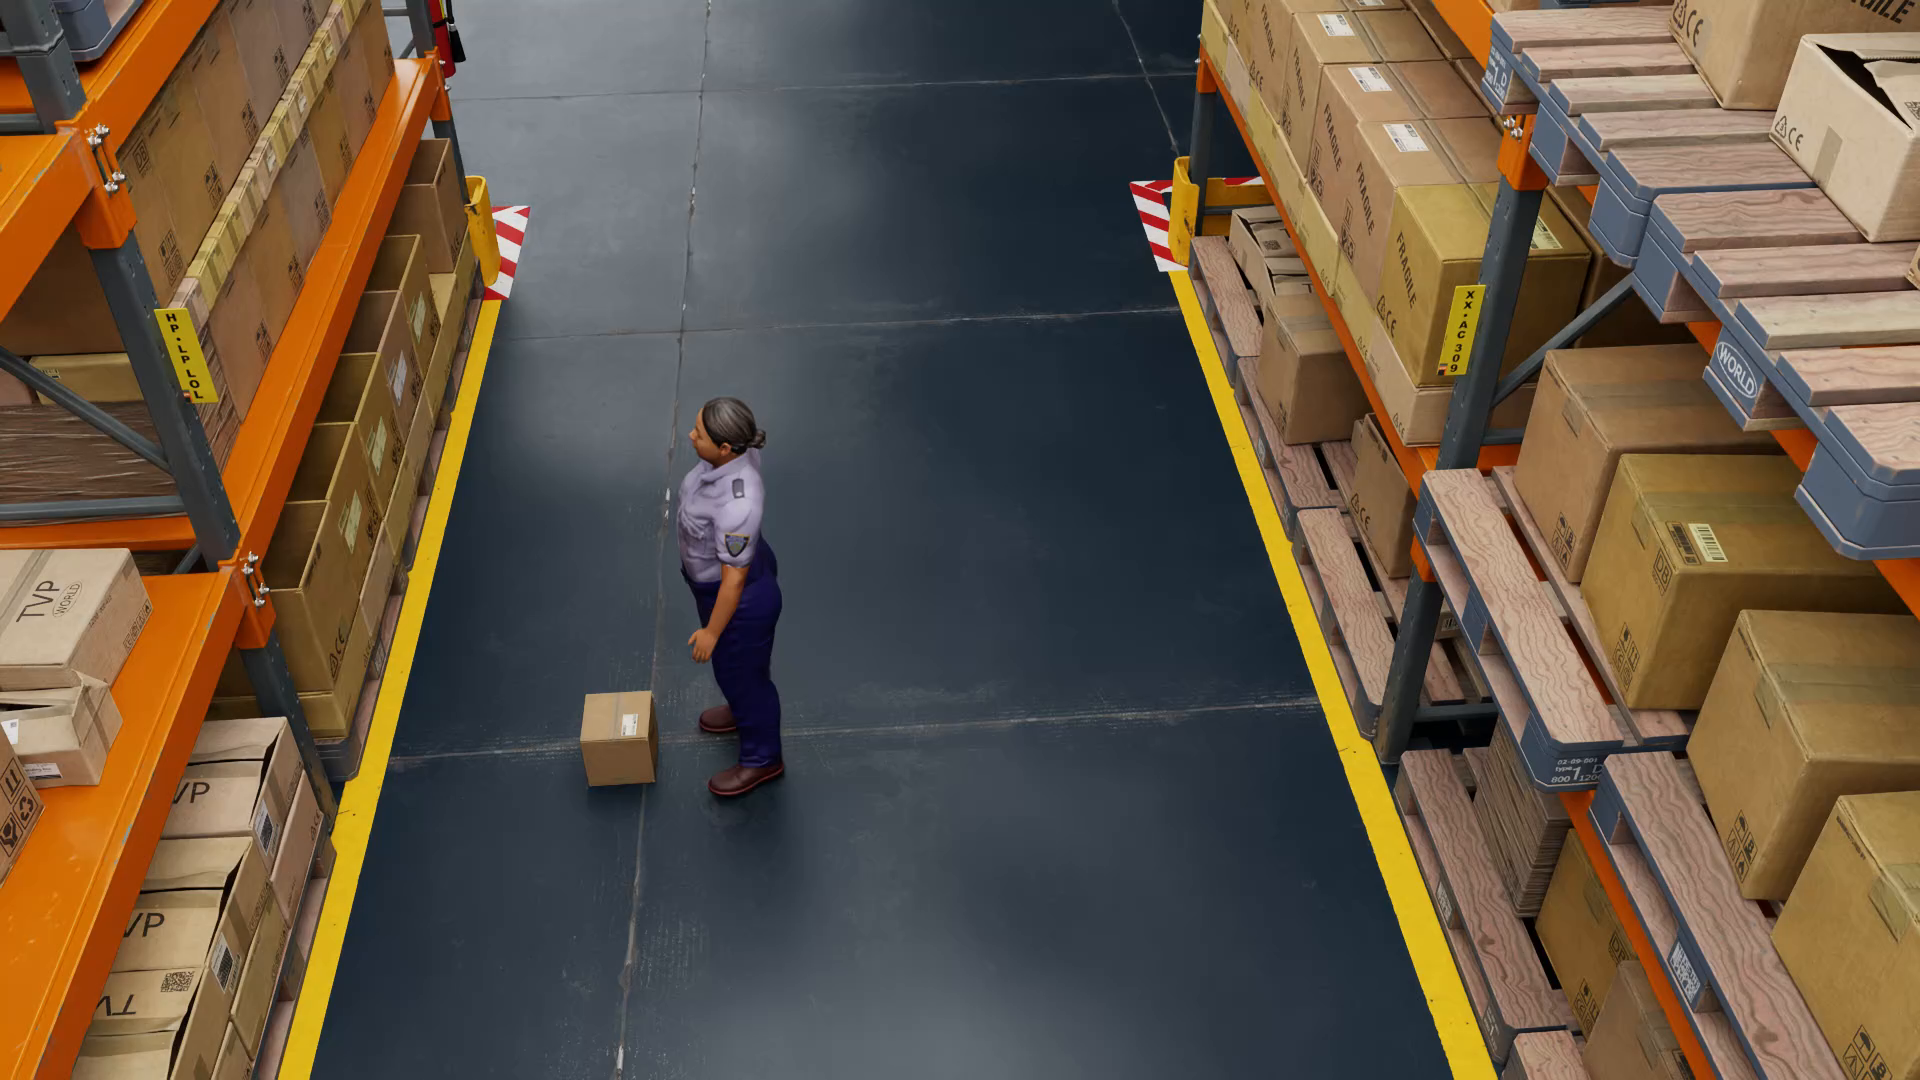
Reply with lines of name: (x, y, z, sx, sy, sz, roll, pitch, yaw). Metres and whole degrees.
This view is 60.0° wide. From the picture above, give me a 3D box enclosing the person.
person: (-0.818, 0.186, 5.908, 0.361, 1.654, 0.511, -6, 40, -8)
